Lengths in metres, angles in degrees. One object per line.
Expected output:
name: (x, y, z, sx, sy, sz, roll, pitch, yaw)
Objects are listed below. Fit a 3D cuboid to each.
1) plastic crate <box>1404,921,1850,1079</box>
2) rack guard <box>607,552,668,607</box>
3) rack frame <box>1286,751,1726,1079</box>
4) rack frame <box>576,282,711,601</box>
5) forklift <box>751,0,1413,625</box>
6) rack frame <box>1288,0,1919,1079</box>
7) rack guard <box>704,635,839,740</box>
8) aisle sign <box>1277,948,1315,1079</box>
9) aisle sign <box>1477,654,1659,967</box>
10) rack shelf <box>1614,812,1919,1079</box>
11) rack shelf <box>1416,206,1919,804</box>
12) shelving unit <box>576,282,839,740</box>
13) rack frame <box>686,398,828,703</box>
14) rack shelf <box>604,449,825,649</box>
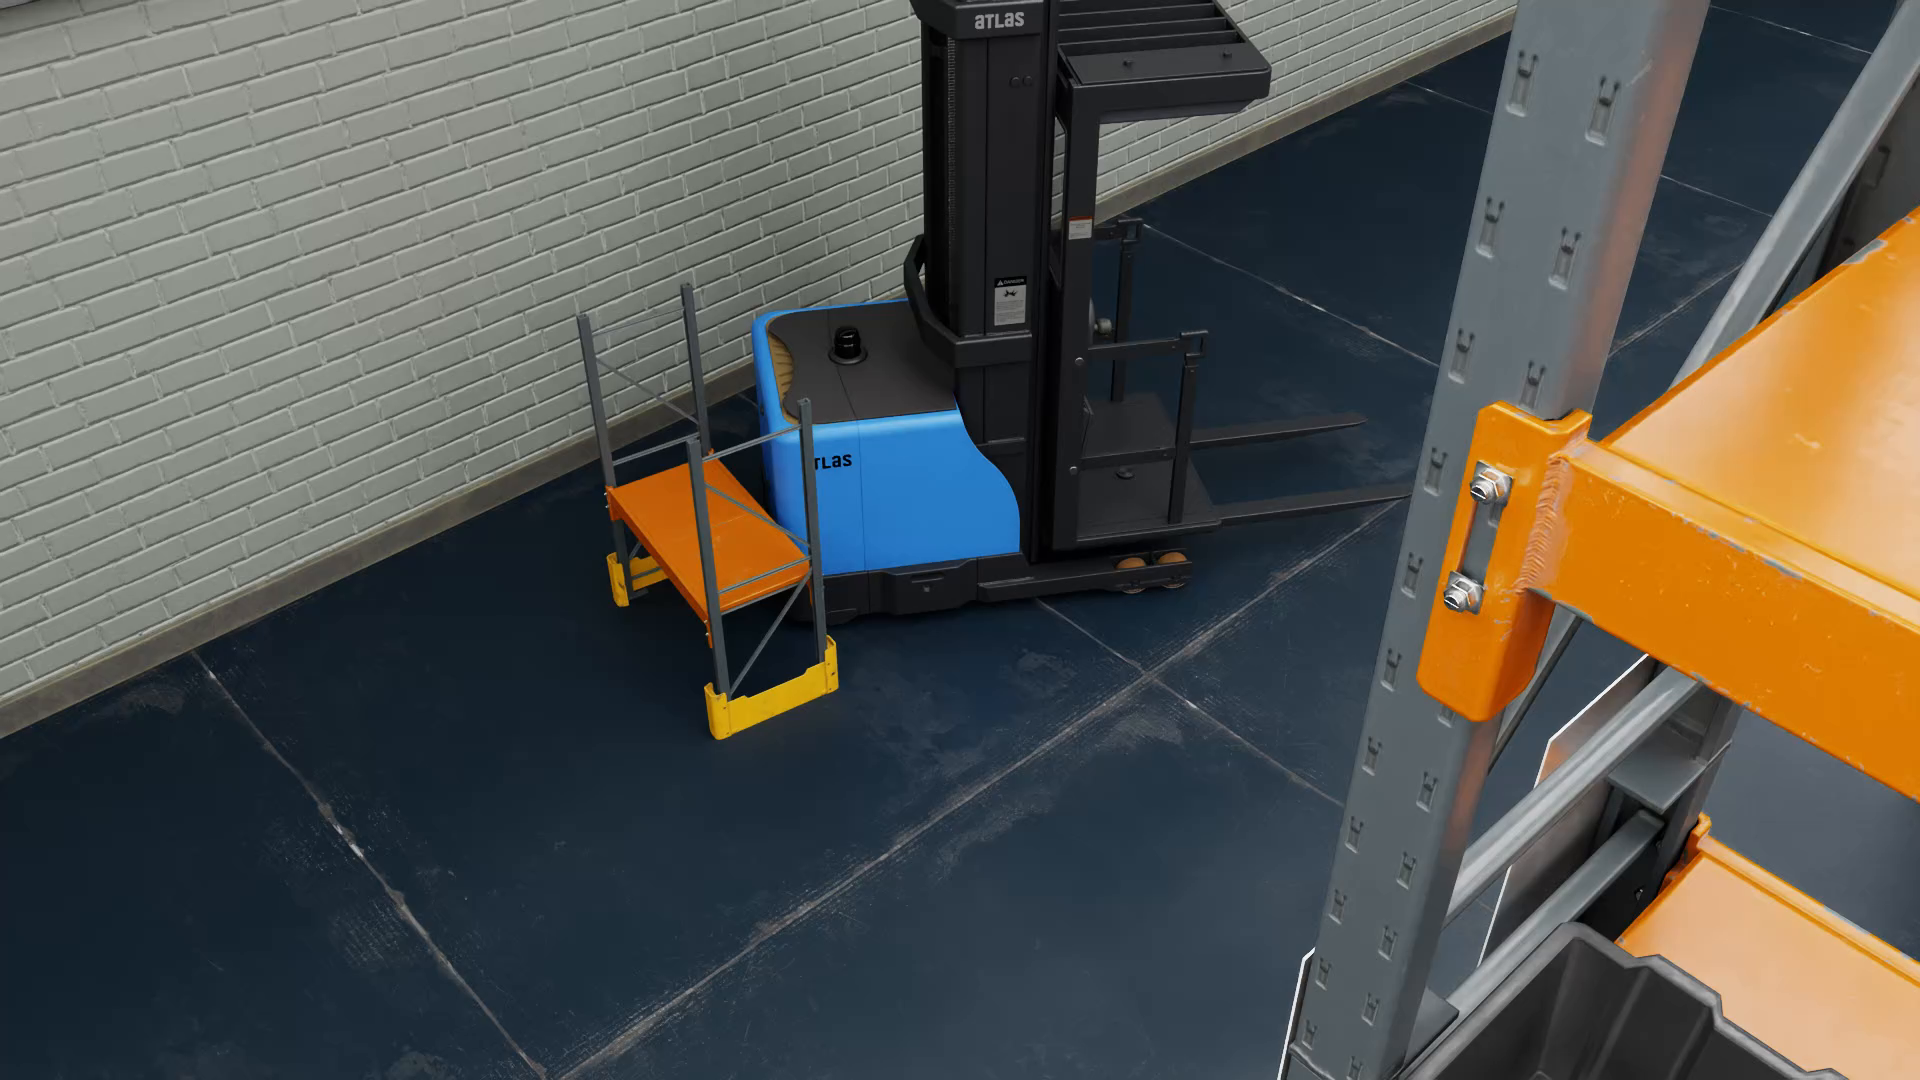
plastic crate: (0.921, 0.874, 2.205, 0.497, 0.269, 0.590, -30, 48, -32)
rack guard: (-1.324, 0.092, 7.644, 0.587, 0.250, 0.087, -22, 44, -25)
rack frame: (0.866, 1.694, 3.474, 1.000, 3.000, 0.127, -30, 48, -32)
rack frame: (-1.325, -0.395, 7.252, 0.500, 1.500, 0.032, -22, 44, -25)
forklift: (0.611, -1.215, 7.129, 3.031, 2.935, 1.130, -7, 39, -9)
rack frame: (0.866, -0.640, 1.589, 1.000, 3.000, 0.127, -30, 48, -32)
rack guard: (-0.786, 0.619, 6.993, 0.587, 0.250, 0.087, -22, 44, -25)
aisle sign: (0.598, 0.775, 2.542, 0.394, 0.787, 0.004, -30, 48, -32)
aisle sign: (1.033, 0.524, 2.852, 0.394, 0.787, 0.004, -30, 48, -32)
rack shelf: (2.218, 1.732, 1.611, 1.077, 0.370, 4.000, -30, 48, -32)
rack shelf: (2.218, 0.721, 0.794, 1.077, 0.370, 4.000, -30, 48, -32)
shelving unit: (-1.055, -0.131, 6.926, 0.587, 1.500, 1.083, -22, 44, -25)
rack frame: (-0.775, 0.143, 6.587, 0.500, 1.500, 0.032, -22, 44, -25)
rack shelf: (-1.050, 0.014, 7.033, 0.538, 0.185, 1.000, -22, 44, -25)
